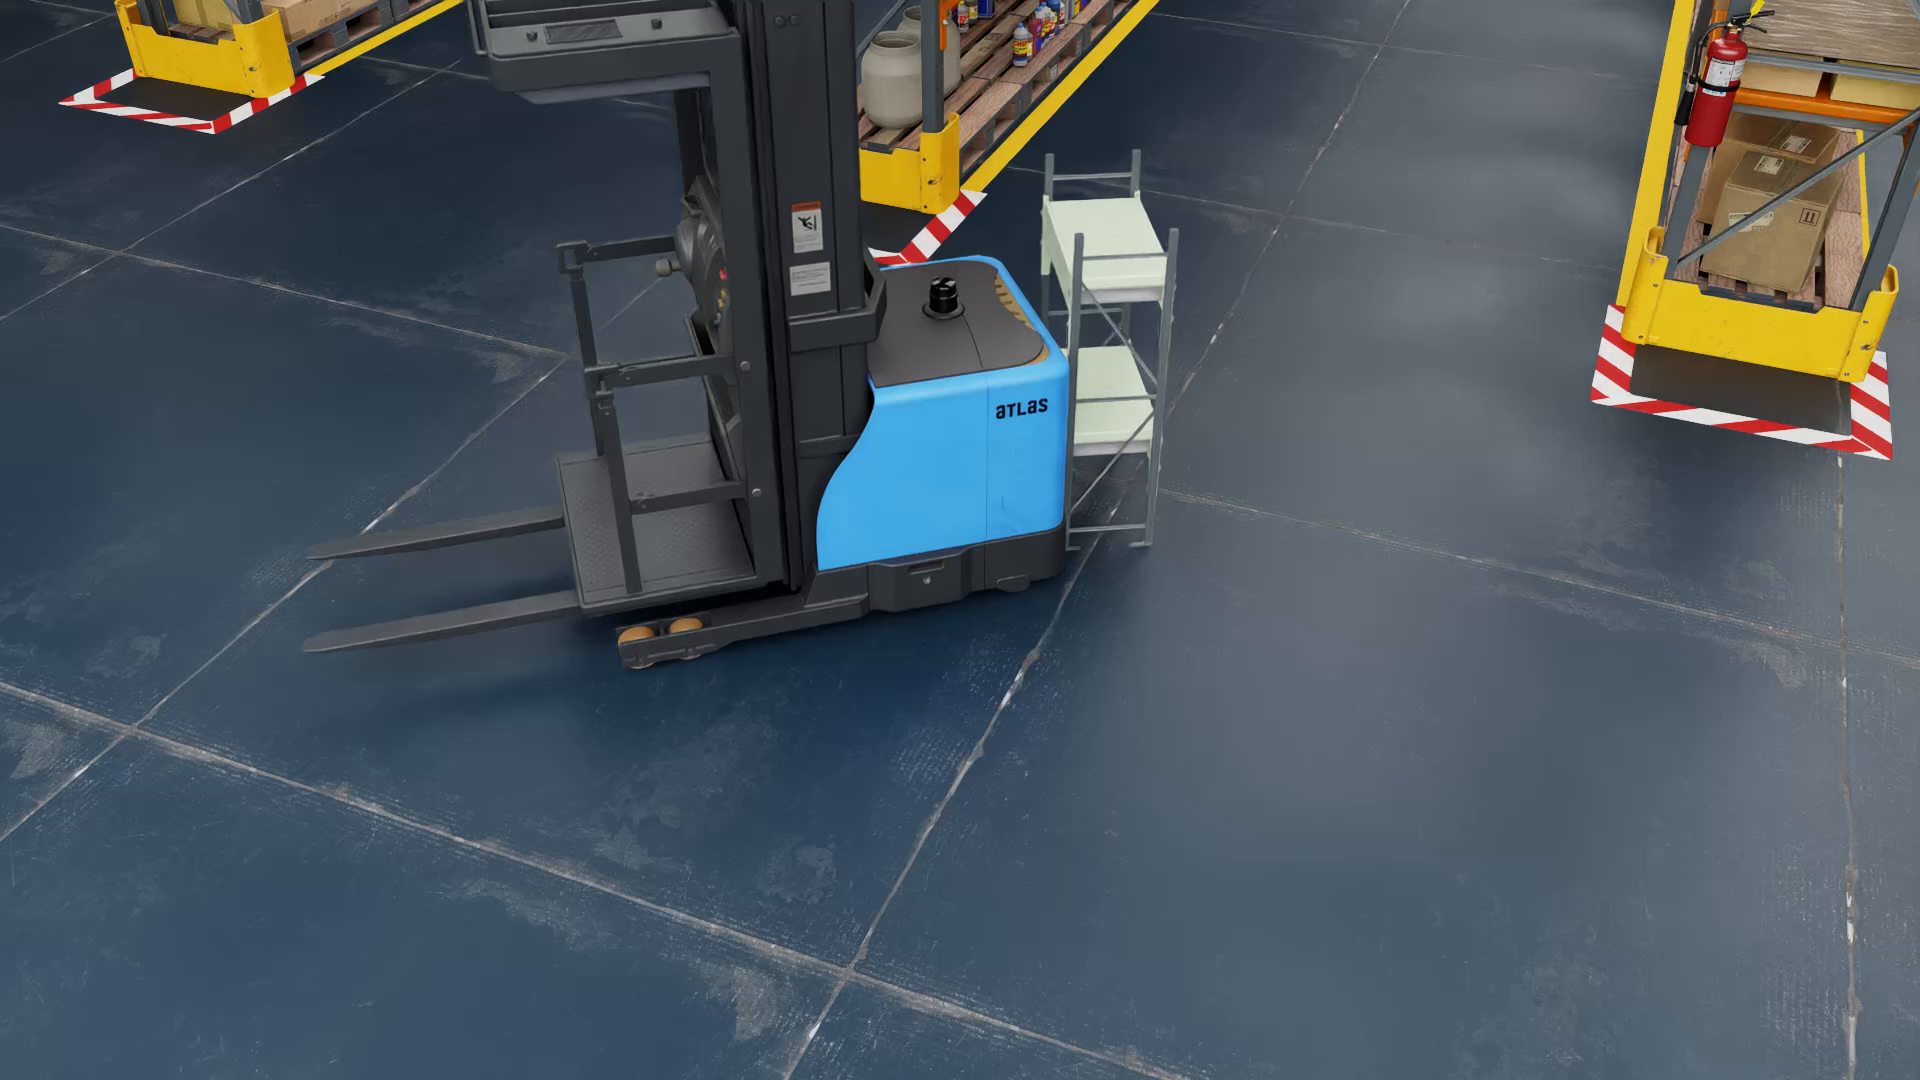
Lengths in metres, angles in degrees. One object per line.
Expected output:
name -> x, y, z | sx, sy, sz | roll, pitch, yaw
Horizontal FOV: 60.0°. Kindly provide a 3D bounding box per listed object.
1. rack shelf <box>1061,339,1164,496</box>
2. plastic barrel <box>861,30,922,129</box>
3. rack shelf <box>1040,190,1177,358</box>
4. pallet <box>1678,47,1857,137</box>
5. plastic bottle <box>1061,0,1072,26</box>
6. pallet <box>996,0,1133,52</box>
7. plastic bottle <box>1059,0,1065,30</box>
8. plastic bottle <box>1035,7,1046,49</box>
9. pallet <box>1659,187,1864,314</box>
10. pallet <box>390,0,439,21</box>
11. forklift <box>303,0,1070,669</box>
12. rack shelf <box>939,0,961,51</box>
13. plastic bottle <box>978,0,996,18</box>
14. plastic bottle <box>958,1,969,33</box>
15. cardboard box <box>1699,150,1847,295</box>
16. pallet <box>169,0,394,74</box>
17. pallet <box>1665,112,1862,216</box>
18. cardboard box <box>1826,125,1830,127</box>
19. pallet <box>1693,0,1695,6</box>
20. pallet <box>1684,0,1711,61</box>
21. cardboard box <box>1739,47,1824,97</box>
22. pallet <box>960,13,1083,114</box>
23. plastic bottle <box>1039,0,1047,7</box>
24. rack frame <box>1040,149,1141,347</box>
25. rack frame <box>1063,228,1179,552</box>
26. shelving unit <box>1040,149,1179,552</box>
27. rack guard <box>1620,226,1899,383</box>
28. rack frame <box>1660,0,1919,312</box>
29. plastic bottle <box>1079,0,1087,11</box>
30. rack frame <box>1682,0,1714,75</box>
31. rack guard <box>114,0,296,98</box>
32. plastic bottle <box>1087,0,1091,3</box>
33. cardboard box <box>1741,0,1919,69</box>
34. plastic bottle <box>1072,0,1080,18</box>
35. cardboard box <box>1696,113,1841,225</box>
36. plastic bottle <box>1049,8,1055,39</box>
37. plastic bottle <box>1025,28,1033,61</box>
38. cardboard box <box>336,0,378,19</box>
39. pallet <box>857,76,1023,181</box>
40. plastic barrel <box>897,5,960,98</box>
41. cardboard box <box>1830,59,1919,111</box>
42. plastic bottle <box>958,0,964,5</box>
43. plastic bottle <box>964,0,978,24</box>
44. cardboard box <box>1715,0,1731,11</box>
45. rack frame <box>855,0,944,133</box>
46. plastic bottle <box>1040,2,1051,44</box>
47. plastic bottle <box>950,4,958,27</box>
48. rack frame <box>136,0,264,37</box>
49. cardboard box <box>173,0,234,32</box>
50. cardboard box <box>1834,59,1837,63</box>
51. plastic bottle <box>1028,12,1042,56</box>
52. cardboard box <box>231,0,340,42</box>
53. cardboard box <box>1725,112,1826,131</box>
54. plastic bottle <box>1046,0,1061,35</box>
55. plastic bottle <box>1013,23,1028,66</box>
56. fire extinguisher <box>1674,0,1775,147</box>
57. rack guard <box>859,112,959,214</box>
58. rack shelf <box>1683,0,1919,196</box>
rack shelf -> 0.593, -0.526, 7.245 | 0.431, 0.370, 0.720 | -4, 37, -5
plastic barrel -> -0.397, -2.842, 10.275 | 0.421, 0.512, 0.421 | 0, 37, 0
rack shelf -> 0.593, -1.100, 6.817 | 0.431, 0.370, 0.720 | -4, 37, -5
pallet -> 5.303, -2.879, 10.925 | 1.003, 0.211, 1.213 | 14, 39, 18
plastic bottle -> 0.706, -3.792, 11.726 | 0.152, 0.276, 0.135 | 15, 39, 19
pallet -> 0.652, -4.024, 12.458 | 1.003, 0.211, 1.213 | 14, 39, 18
plastic bottle -> 0.686, -3.691, 11.652 | 0.097, 0.201, 0.097 | 0, 37, 0
plastic bottle -> 0.532, -3.495, 11.332 | 0.097, 0.271, 0.097 | 0, 37, 0
pallet -> 4.375, -1.528, 9.117 | 1.003, 0.211, 1.213 | 14, 39, 18
pallet -> -4.438, -4.409, 12.972 | 1.003, 0.211, 1.213 | 14, 39, 18
forklift -> -1.137, -1.020, 6.166 | 3.031, 2.935, 1.130 | -10, 38, -13
rack shelf -> 0.185, -4.108, 10.842 | 1.077, 0.370, 4.000 | 14, 39, 18
plastic bottle -> 0.168, -3.877, 11.839 | 0.152, 0.276, 0.135 | 14, 39, 18
plastic bottle -> 0.014, -3.653, 11.602 | 0.097, 0.201, 0.097 | 0, 37, 0
cardboard box -> 4.257, -1.670, 8.715 | 0.500, 0.500, 0.500 | 21, 42, 26
pallet -> -4.903, -3.735, 12.071 | 1.003, 0.211, 1.213 | 14, 39, 18
pallet -> 4.841, -2.201, 10.018 | 1.003, 0.211, 1.213 | 14, 39, 18
cardboard box -> 4.962, -2.649, 10.026 | 0.500, 0.500, 0.500 | 11, 38, 14
pallet -> 6.284, -4.368, 12.917 | 1.003, 0.211, 1.213 | 14, 39, 18
pallet -> 5.821, -3.690, 12.010 | 1.003, 0.211, 1.213 | 14, 39, 18
cardboard box -> 3.922, -2.265, 7.985 | 0.380, 0.149, 0.250 | 14, 39, 18
pallet -> 0.189, -3.347, 11.551 | 1.003, 0.211, 1.213 | 14, 39, 18
plastic bottle -> 0.607, -3.819, 11.756 | 0.061, 0.283, 0.133 | 14, 39, 18
rack frame -> 0.553, -1.005, 7.342 | 0.400, 1.500, 0.023 | -4, 37, -5
rack frame -> 0.634, -0.569, 6.759 | 0.400, 1.500, 0.023 | -4, 37, -5
shelving unit -> 0.593, -0.787, 7.050 | 0.431, 1.500, 0.755 | -4, 37, -5
rack guard -> 4.033, -1.202, 8.440 | 1.175, 0.500, 0.348 | 14, 39, 18
rack frame -> 4.004, -2.161, 7.635 | 1.000, 3.000, 0.127 | 14, 39, 18
plastic bottle -> 0.871, -3.964, 11.949 | 0.061, 0.283, 0.133 | 16, 40, 21
rack frame -> 5.526, -4.375, 10.598 | 1.000, 3.000, 0.127 | 14, 39, 18
rack guard -> -5.165, -3.405, 11.388 | 1.175, 0.500, 0.348 | 14, 39, 18
plastic bottle -> 0.894, -4.090, 12.062 | 0.144, 0.351, 0.185 | 12, 38, 15
cardboard box -> 4.239, -2.618, 7.915 | 0.875, 0.500, 0.500 | 14, 39, 18
plastic bottle -> 0.771, -3.912, 11.823 | 0.144, 0.351, 0.185 | 14, 39, 17
cardboard box -> 4.453, -2.008, 9.169 | 0.500, 0.500, 0.500 | 25, 43, 29
plastic bottle -> 0.608, -3.577, 11.500 | 0.097, 0.201, 0.097 | 0, 37, 0
plastic bottle -> 0.441, -3.334, 11.176 | 0.097, 0.201, 0.097 | 0, 37, 0
cardboard box -> -4.559, -4.010, 12.056 | 0.500, 0.250, 0.500 | 14, 39, 18
pallet -> -0.277, -2.673, 10.650 | 1.003, 0.211, 1.213 | 14, 39, 18
plastic barrel -> -0.206, -3.120, 10.646 | 0.421, 0.512, 0.421 | 0, 37, 0
cardboard box -> 4.333, -2.164, 7.849 | 0.380, 0.149, 0.250 | 14, 39, 18
plastic bottle -> -0.050, -3.824, 11.705 | 0.144, 0.351, 0.185 | 15, 39, 20
plastic bottle -> 0.079, -3.760, 11.745 | 0.097, 0.201, 0.097 | 0, 37, 0
cardboard box -> 4.318, -2.922, 8.322 | 0.875, 0.500, 0.500 | 14, 39, 18
rack frame -> -0.576, -3.289, 9.145 | 1.000, 3.000, 0.127 | 14, 39, 18
plastic bottle -> 0.570, -3.550, 11.406 | 0.097, 0.271, 0.097 | 0, 37, 0
plastic bottle -> -0.063, -3.603, 11.467 | 0.061, 0.283, 0.133 | 14, 39, 18
rack frame -> -5.156, -4.419, 10.657 | 1.000, 3.000, 0.127 | 14, 39, 18
cardboard box -> -5.225, -3.850, 11.842 | 0.500, 0.250, 0.500 | 14, 39, 18
cardboard box -> 4.446, -2.298, 8.028 | 0.380, 0.149, 0.250 | 14, 39, 18
plastic bottle -> 0.505, -3.431, 11.236 | 0.061, 0.283, 0.133 | 14, 39, 18
cardboard box -> -4.746, -3.732, 11.684 | 0.500, 0.250, 0.500 | 14, 39, 18
cardboard box -> 4.709, -2.351, 9.627 | 0.500, 0.500, 0.500 | 18, 40, 22
plastic bottle -> 0.647, -3.663, 11.556 | 0.097, 0.271, 0.097 | 0, 37, 0
plastic bottle -> 0.402, -3.305, 11.078 | 0.097, 0.271, 0.097 | 0, 37, 0
fire extinguisher -> 3.534, -2.171, 7.714 | 0.296, 0.674, 0.183 | 14, 39, 18
rack guard -> -0.591, -2.341, 9.964 | 1.175, 0.500, 0.348 | 14, 39, 18
rack shelf -> 4.765, -2.980, 9.332 | 1.077, 0.370, 4.000 | 14, 39, 18
